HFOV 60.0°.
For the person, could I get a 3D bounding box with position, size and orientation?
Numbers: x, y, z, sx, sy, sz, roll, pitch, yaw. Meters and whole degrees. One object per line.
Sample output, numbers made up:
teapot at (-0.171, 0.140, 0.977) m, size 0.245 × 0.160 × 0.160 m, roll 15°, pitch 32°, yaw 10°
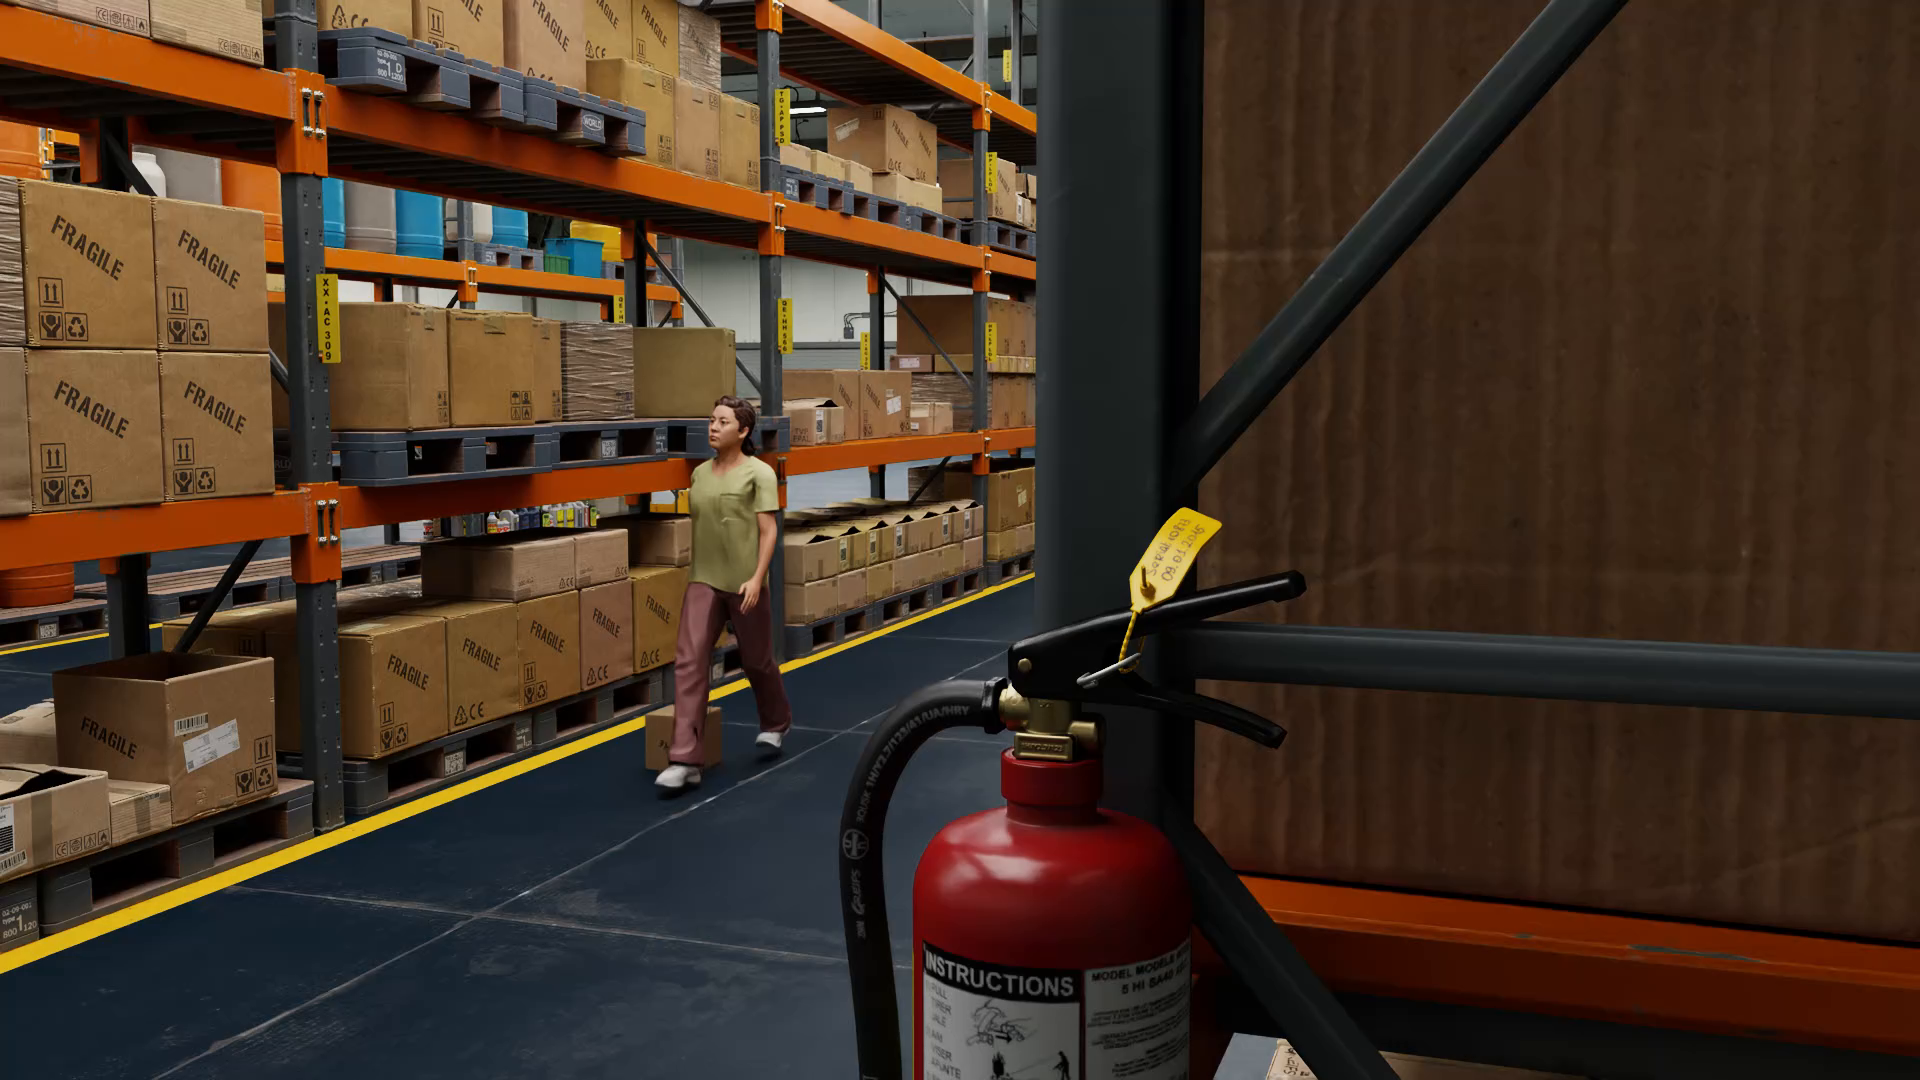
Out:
person at (-0.991, 0.193, 7.139) m, size 0.443 × 1.621 × 1.020 m, roll 1°, pitch 5°, yaw 15°
